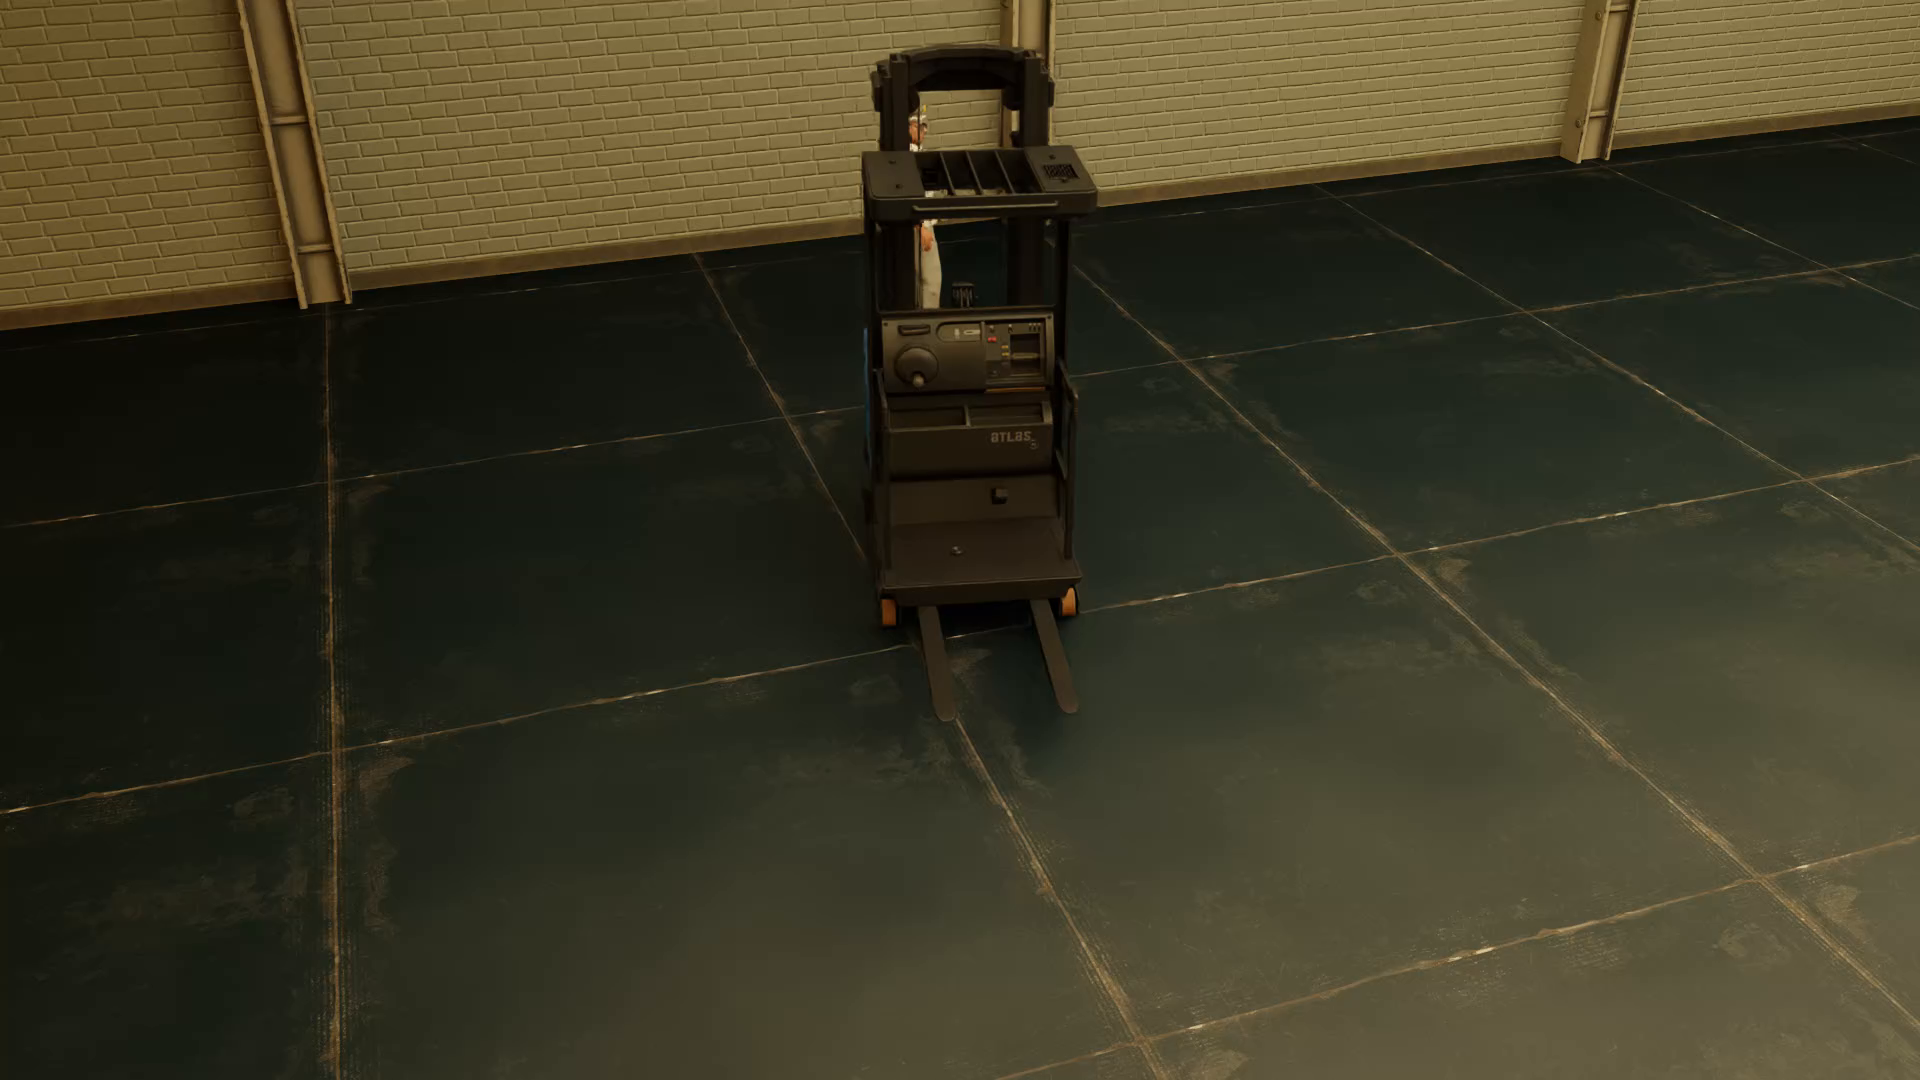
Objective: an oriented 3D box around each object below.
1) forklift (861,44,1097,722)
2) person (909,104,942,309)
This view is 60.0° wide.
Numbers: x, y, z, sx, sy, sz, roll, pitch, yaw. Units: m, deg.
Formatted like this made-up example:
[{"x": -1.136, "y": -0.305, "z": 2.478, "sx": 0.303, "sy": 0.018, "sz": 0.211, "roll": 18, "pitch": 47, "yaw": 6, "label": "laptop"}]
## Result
[{"x": 0.071, "y": -0.968, "z": 8.769, "sx": 1.130, "sy": 2.935, "sz": 3.031, "roll": -3, "pitch": 30, "yaw": -5, "label": "forklift"}, {"x": -0.282, "y": -2.351, "z": 12.348, "sx": 0.541, "sy": 1.759, "sz": 0.720, "roll": -8, "pitch": 31, "yaw": -13, "label": "person"}]
